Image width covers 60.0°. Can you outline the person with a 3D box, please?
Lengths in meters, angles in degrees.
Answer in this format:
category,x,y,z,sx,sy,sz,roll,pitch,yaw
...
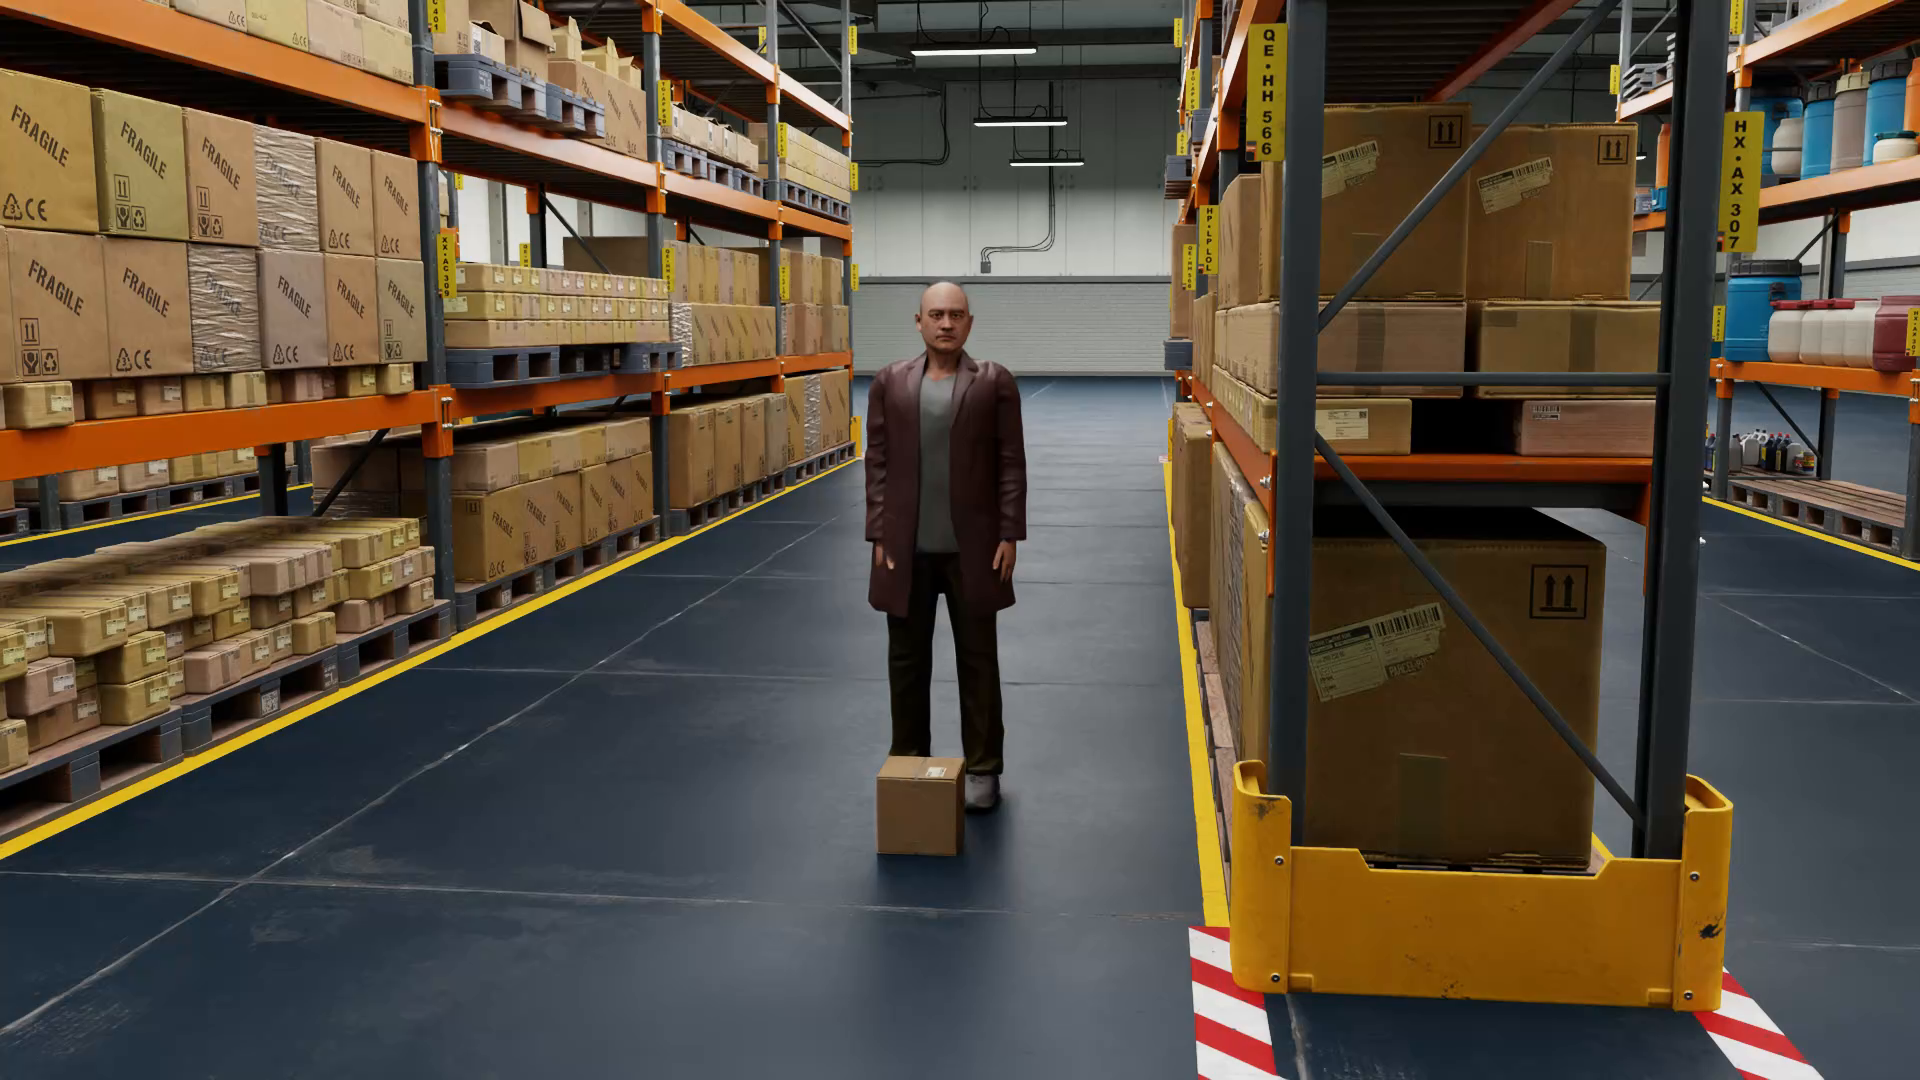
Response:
category,x,y,z,sx,sy,sz,roll,pitch,yaw
person,-0.055,0.017,5.688,0.562,1.782,0.405,1,7,7
